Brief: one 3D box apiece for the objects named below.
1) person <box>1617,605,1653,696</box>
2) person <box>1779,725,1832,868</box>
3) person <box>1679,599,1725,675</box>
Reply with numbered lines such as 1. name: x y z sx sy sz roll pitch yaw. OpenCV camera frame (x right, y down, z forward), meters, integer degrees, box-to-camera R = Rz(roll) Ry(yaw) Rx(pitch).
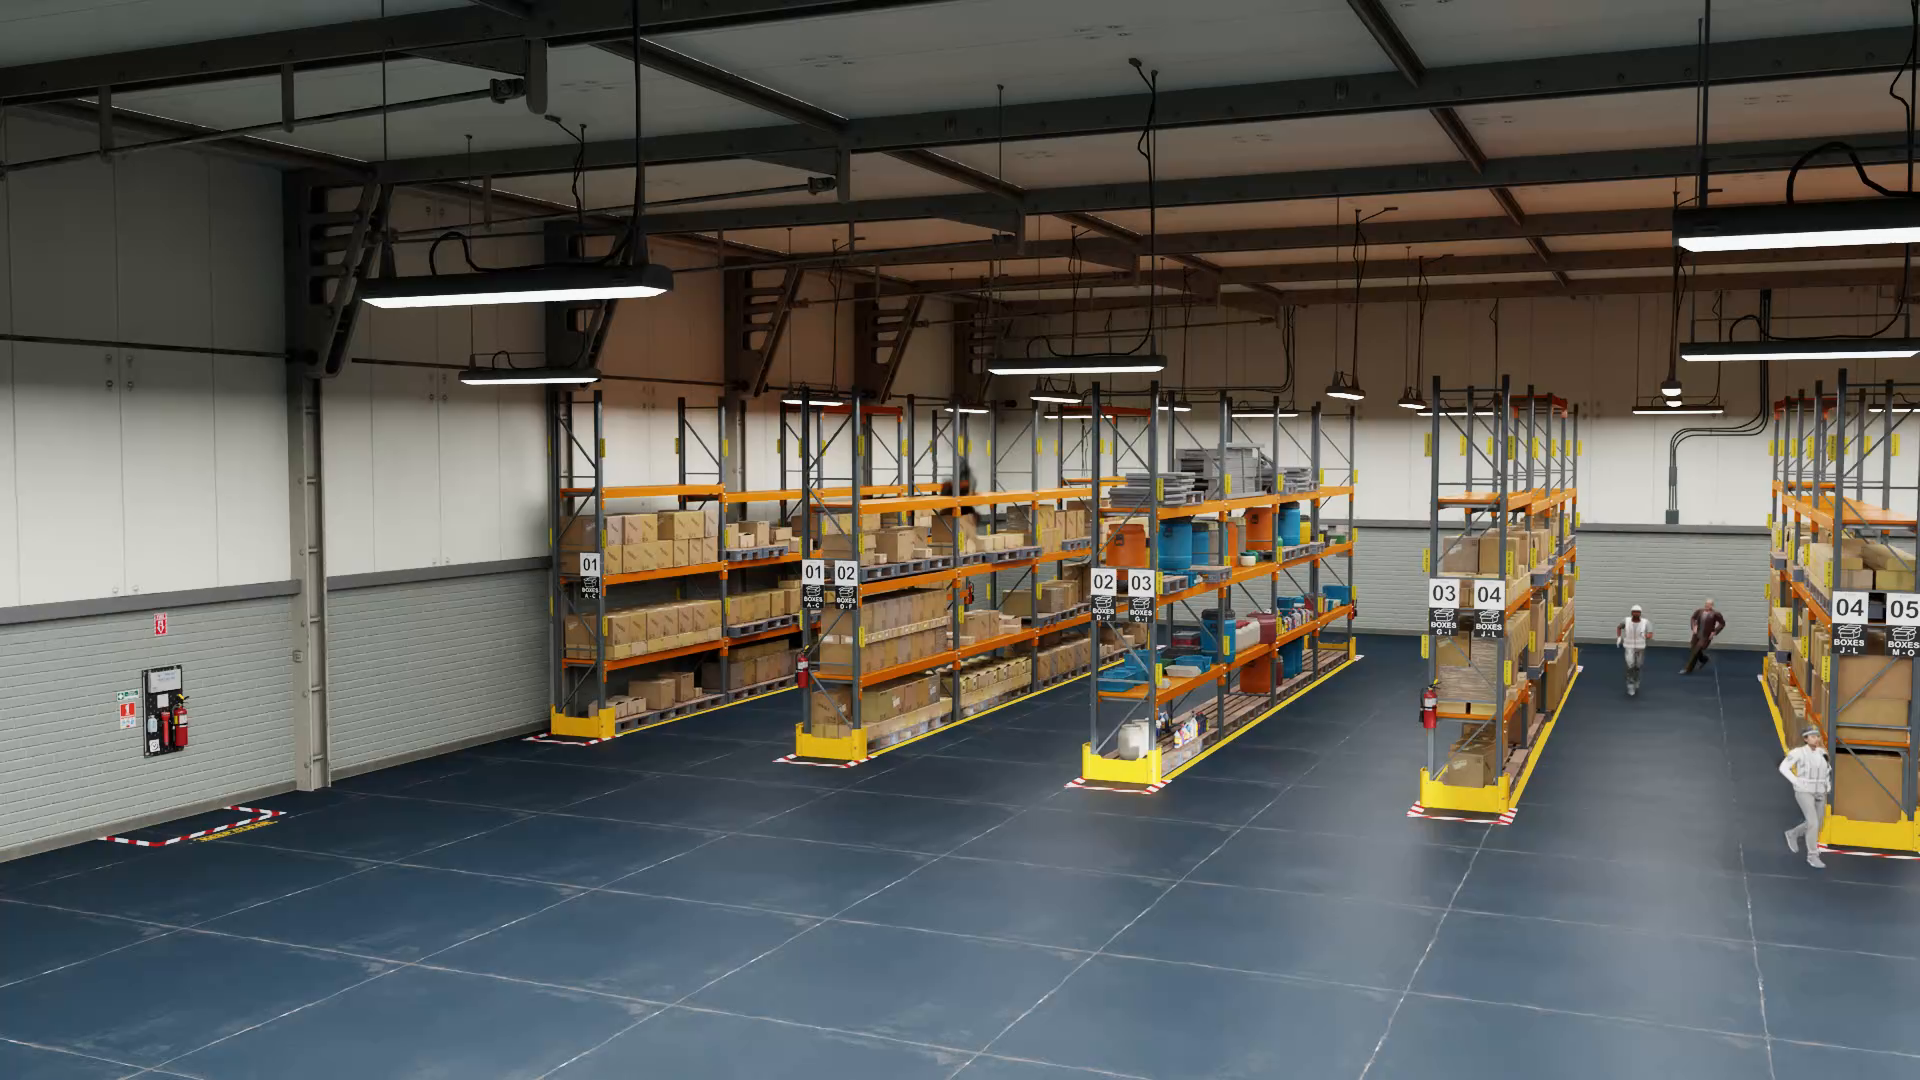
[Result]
1. person: 13.755 2.237 33.893 0.658 1.843 0.874 1 3 15
2. person: 10.269 3.072 20.138 0.669 1.710 0.706 0 3 -8
3. person: 16.439 2.126 36.641 0.976 1.698 0.752 -2 4 -34
